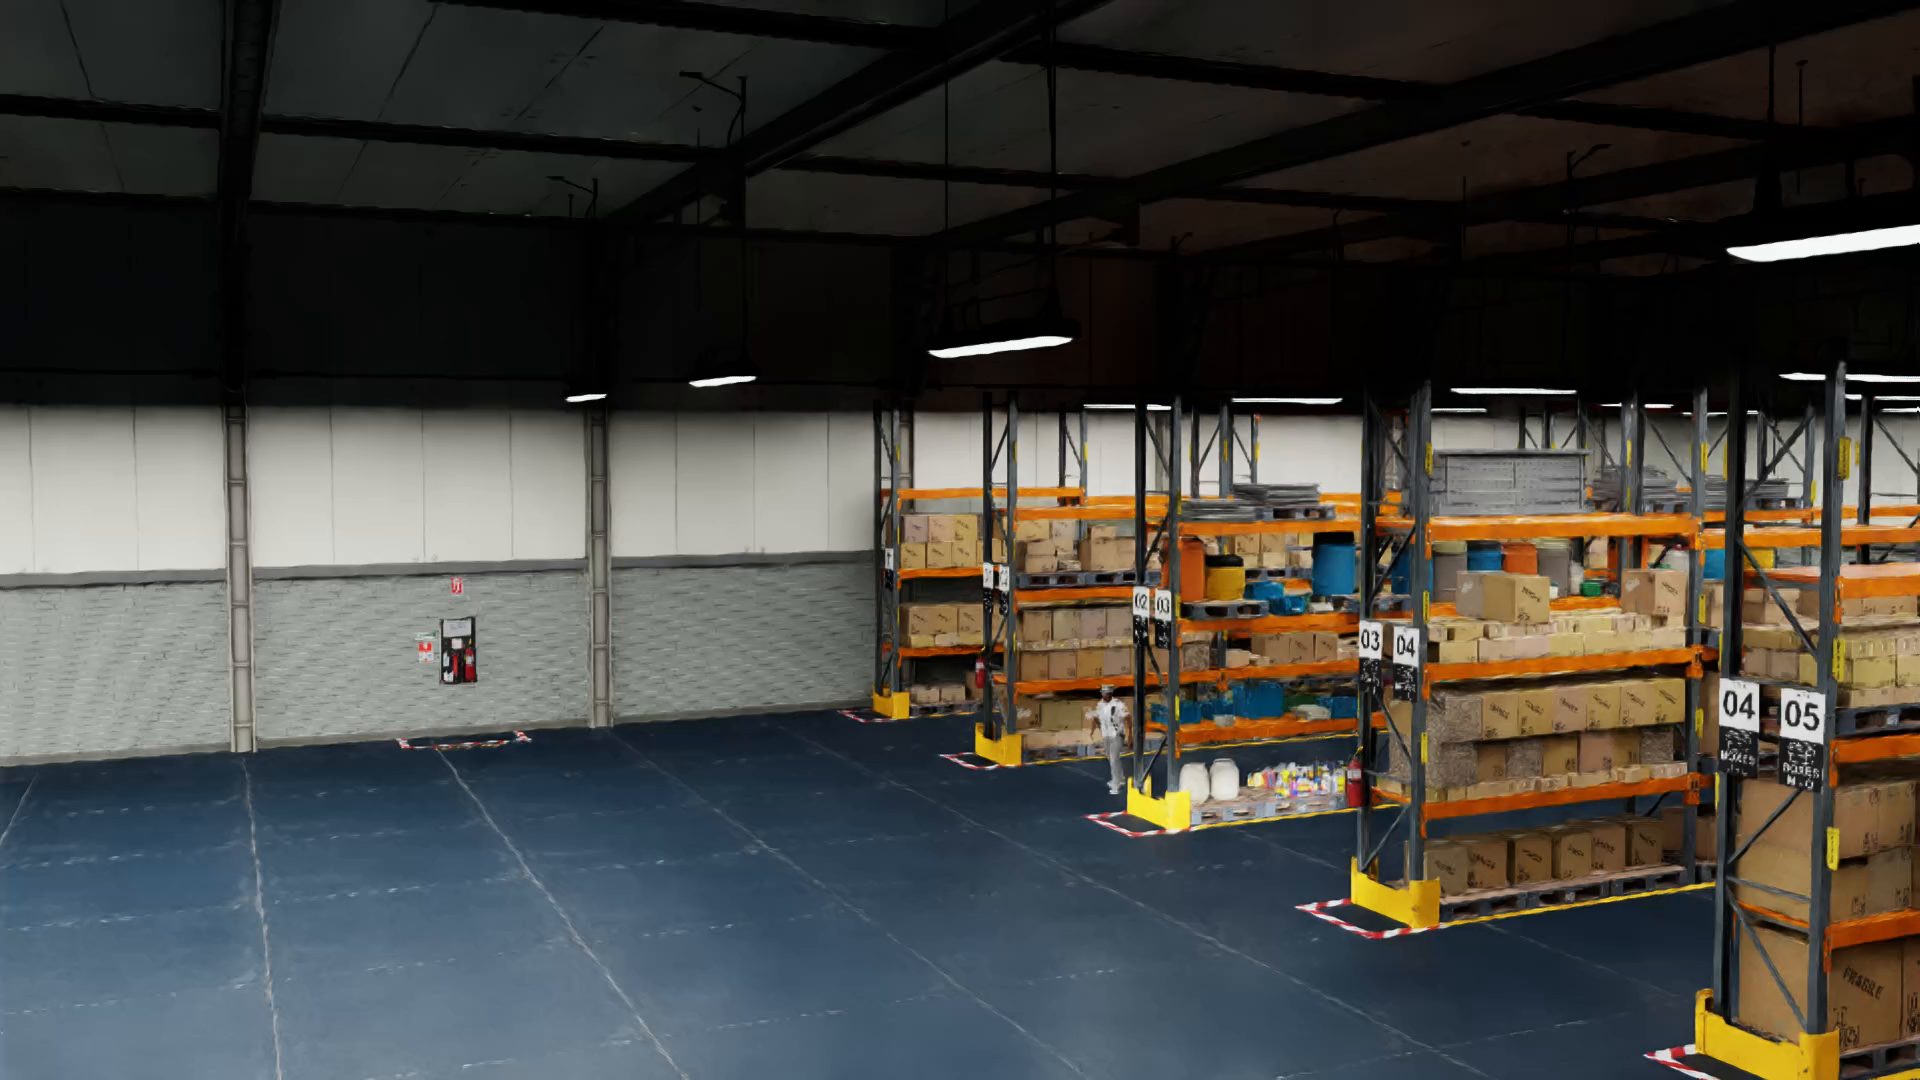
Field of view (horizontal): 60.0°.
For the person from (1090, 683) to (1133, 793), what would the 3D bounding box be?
[{"bbox_3d":[2.299,2.913,24.732,0.782,1.613,0.622,-3,5,-44],"label":"person"}]
